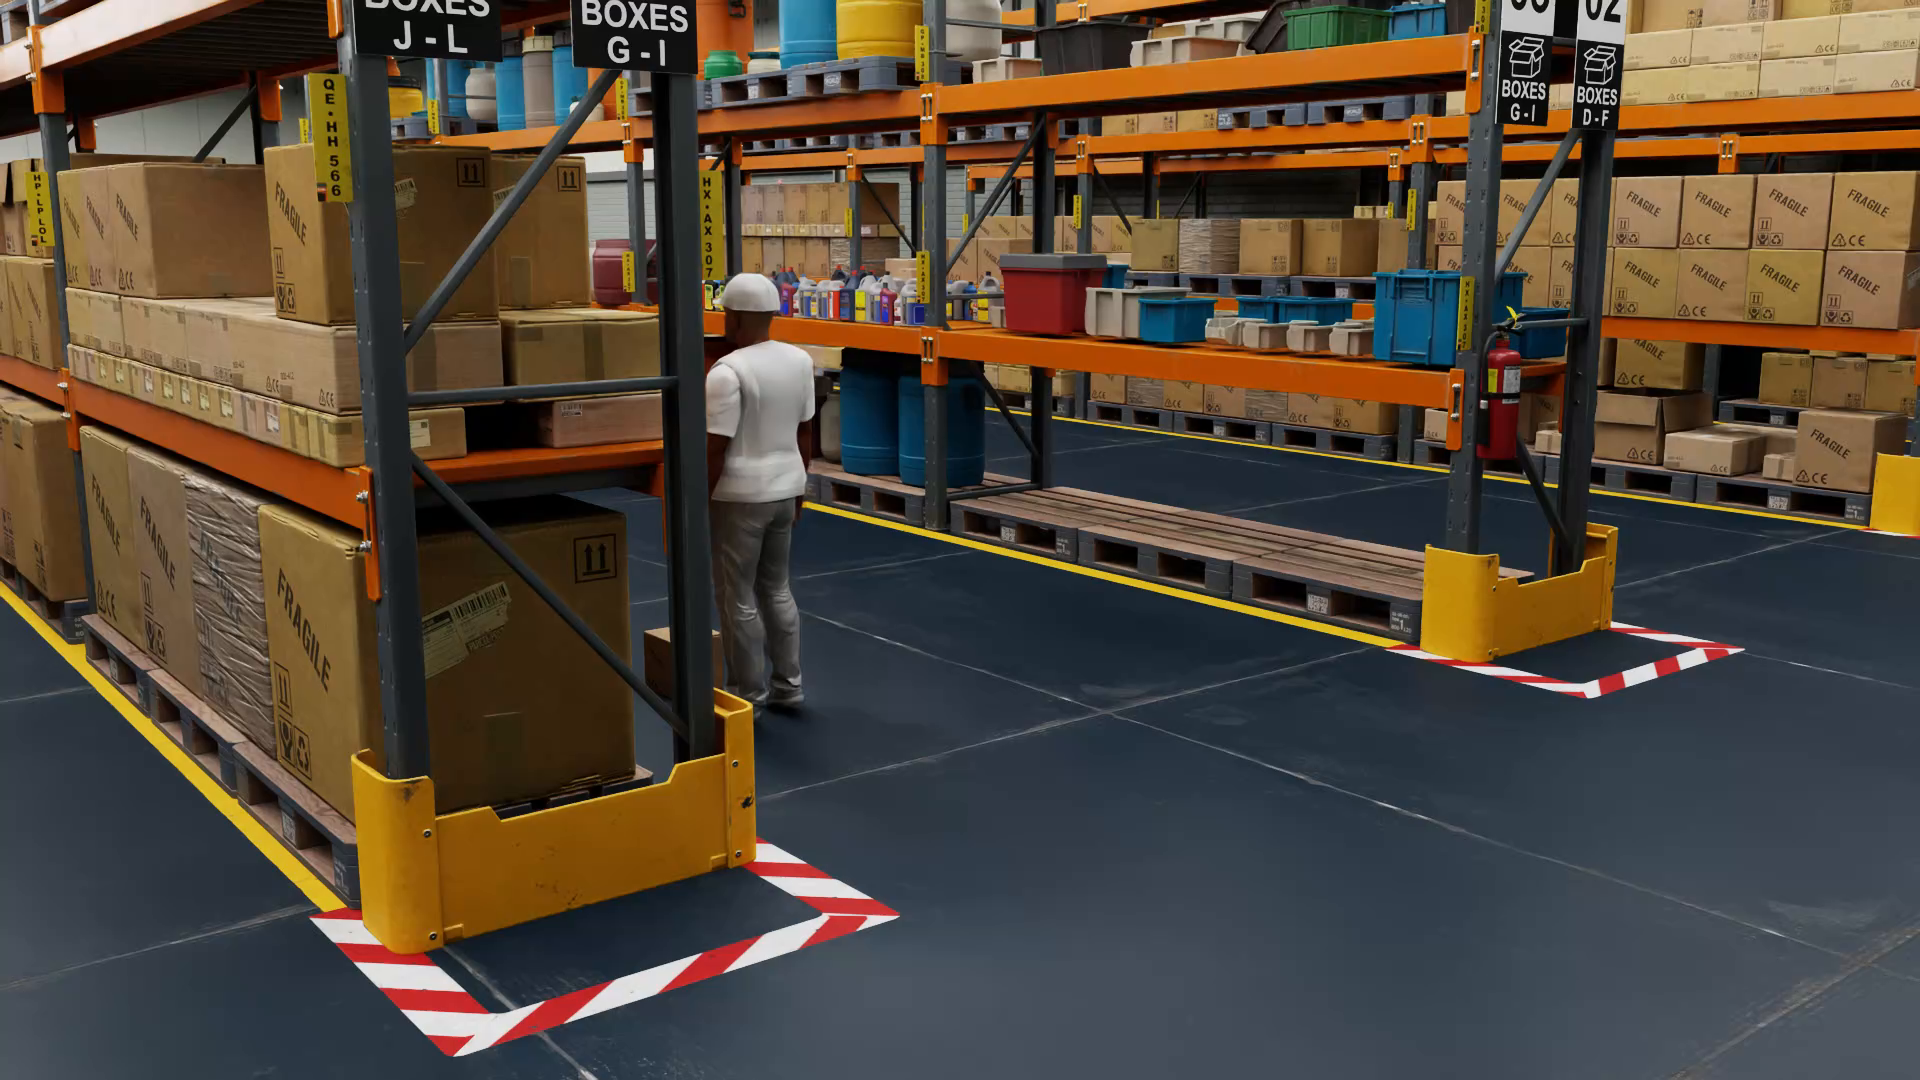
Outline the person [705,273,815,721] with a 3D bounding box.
[{"bbox_3d":[-0.843,-0.153,6.615,0.420,1.797,0.616,7,13,33],"label":"person"}]
